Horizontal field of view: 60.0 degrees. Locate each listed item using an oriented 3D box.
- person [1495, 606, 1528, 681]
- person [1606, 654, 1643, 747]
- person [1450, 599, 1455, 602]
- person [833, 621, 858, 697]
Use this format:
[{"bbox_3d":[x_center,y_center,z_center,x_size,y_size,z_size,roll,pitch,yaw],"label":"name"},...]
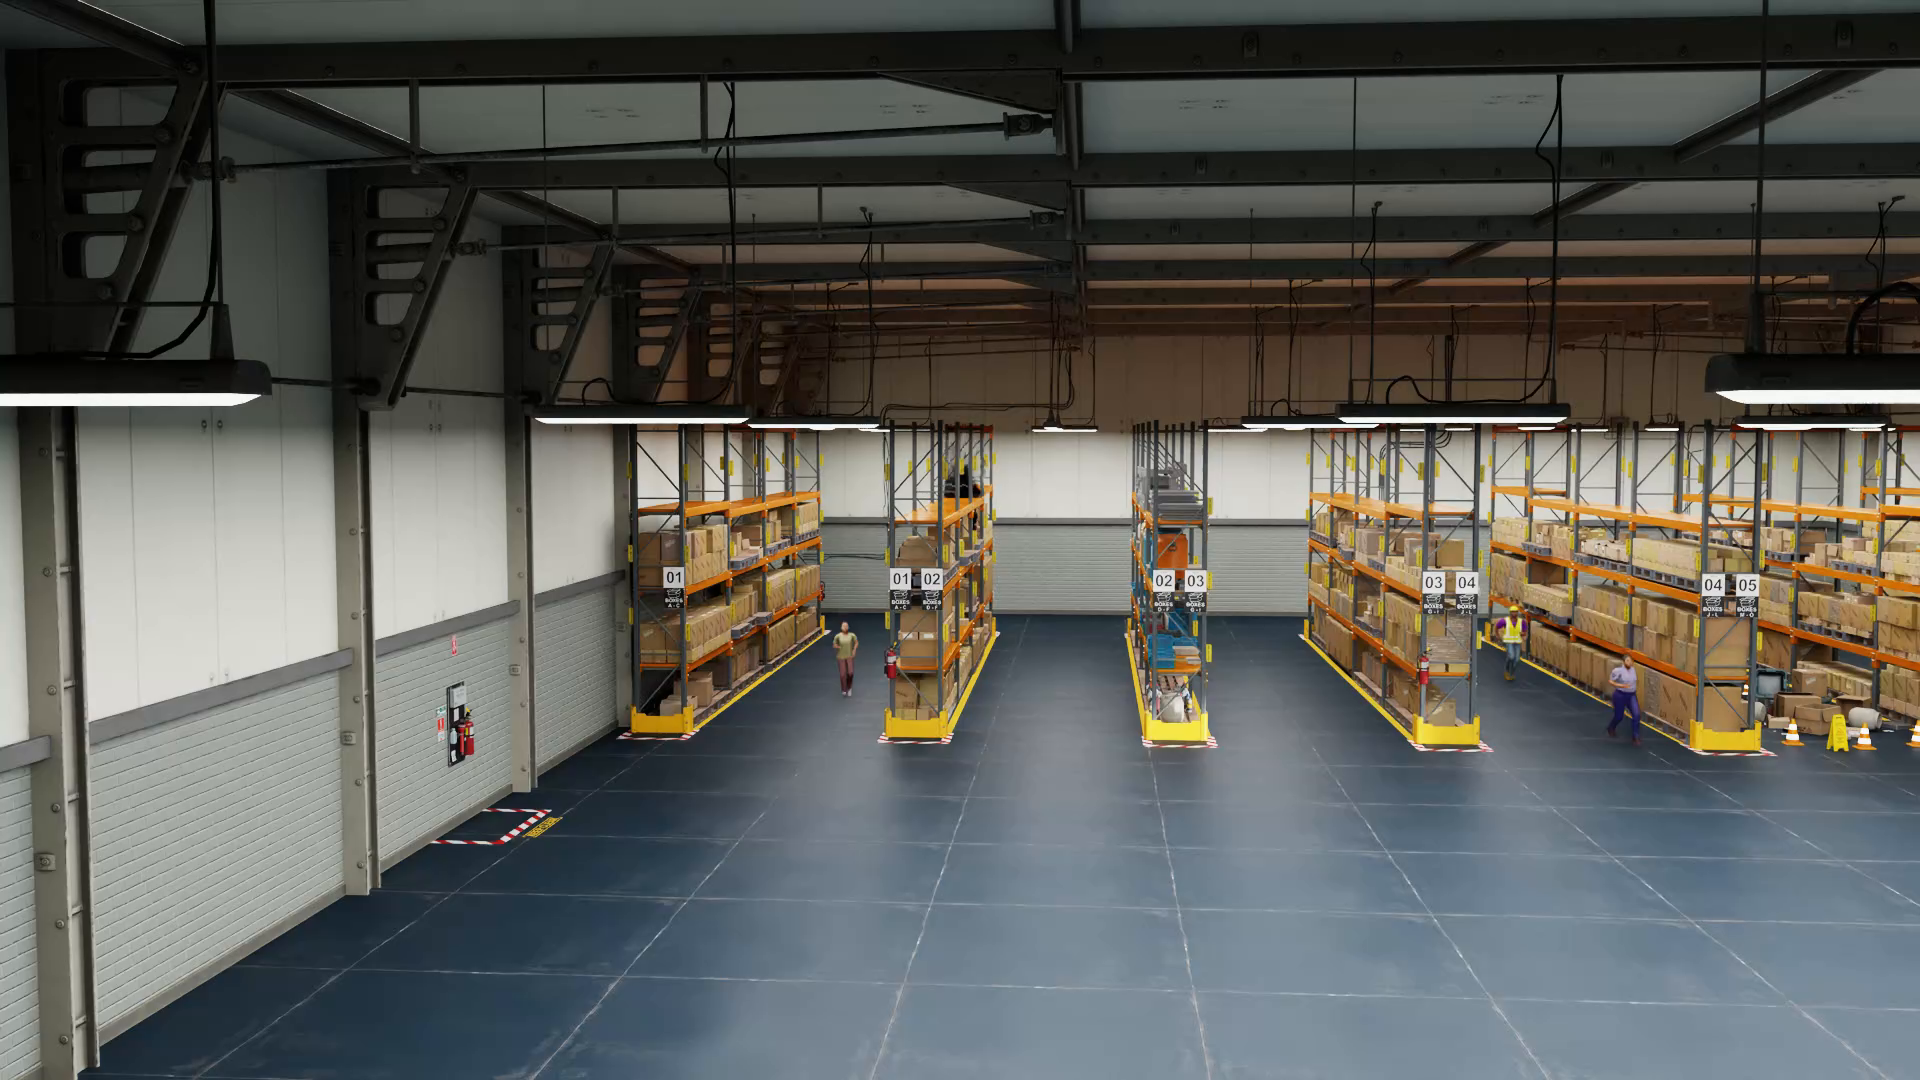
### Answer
[{"bbox_3d":[12.822,2.399,38.561,0.676,1.742,0.673,0,4,0],"label":"person"},{"bbox_3d":[12.354,2.958,30.934,0.636,1.657,0.902,-1,4,-9],"label":"person"},{"bbox_3d":[13.463,1.930,46.445,0.741,1.712,0.570,3,5,38],"label":"person"},{"bbox_3d":[-2.489,2.598,36.266,0.562,1.656,0.595,0,4,-6],"label":"person"}]
